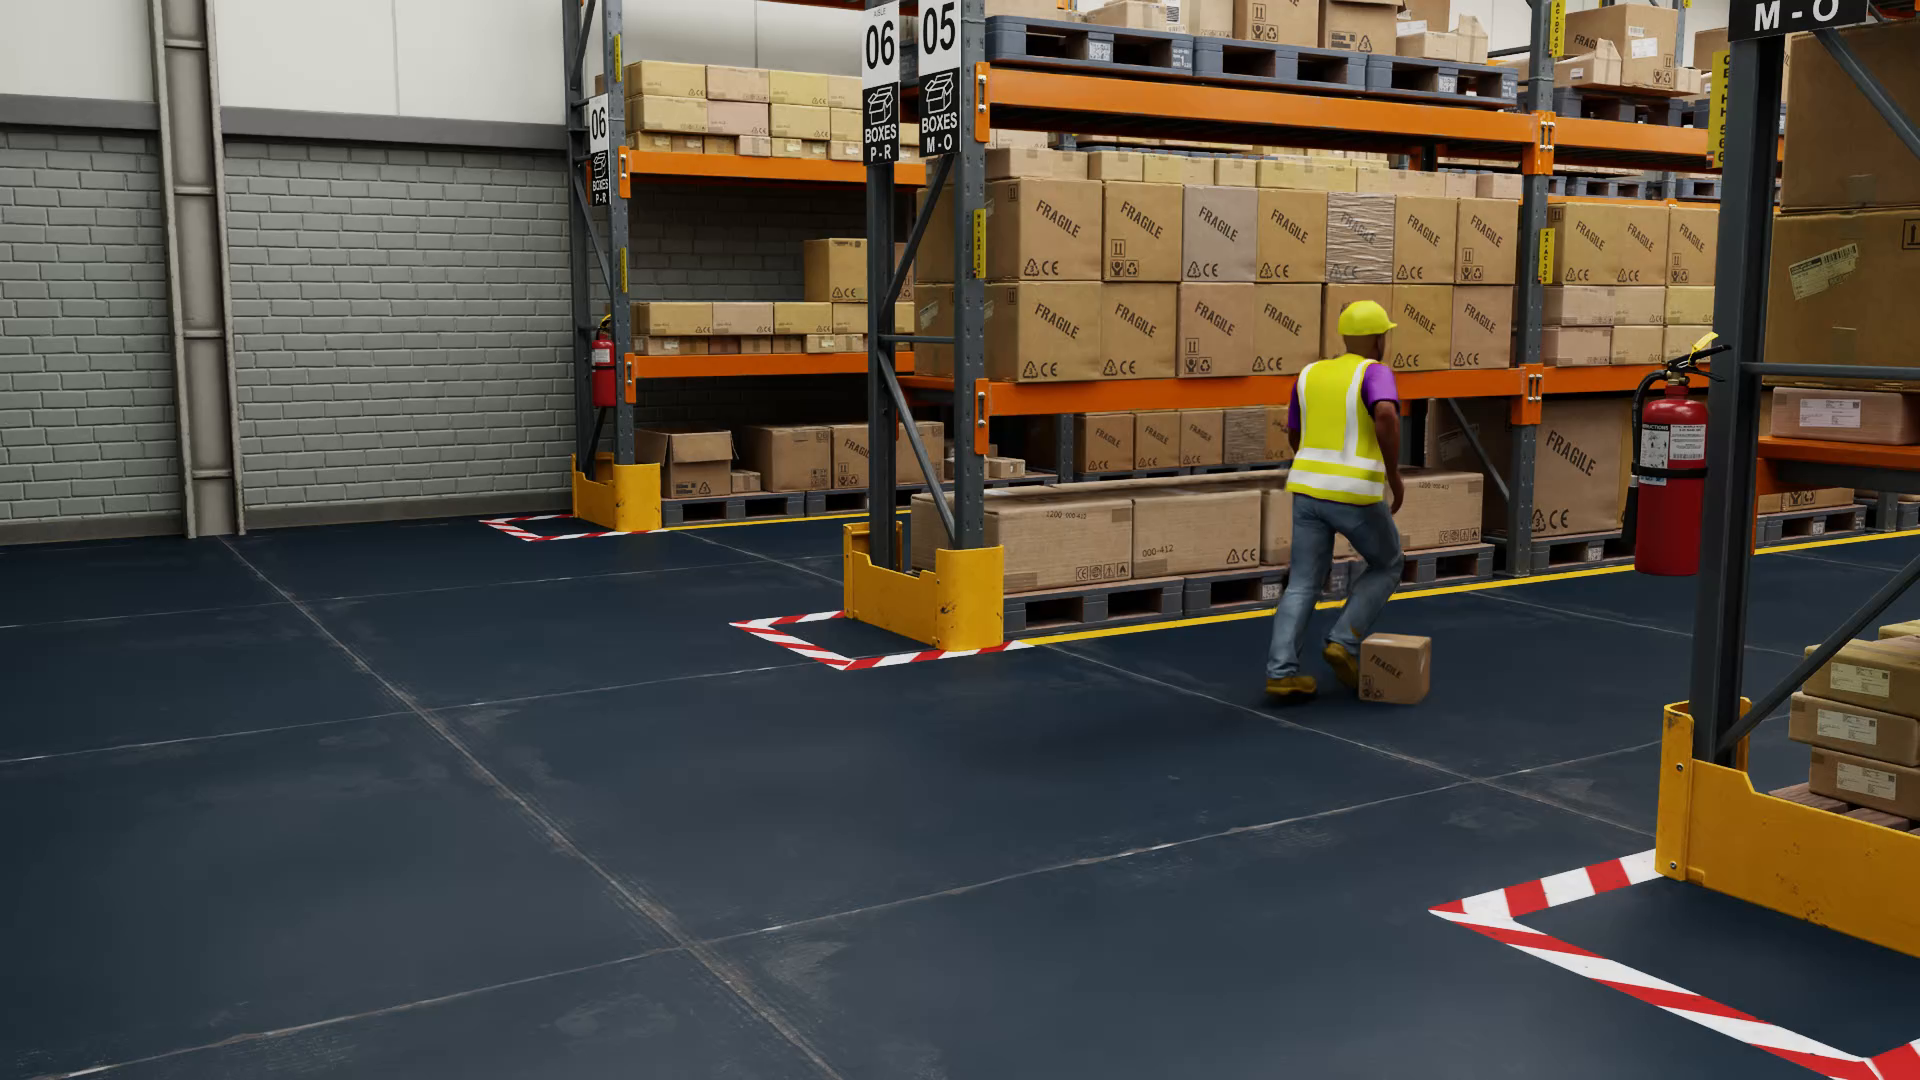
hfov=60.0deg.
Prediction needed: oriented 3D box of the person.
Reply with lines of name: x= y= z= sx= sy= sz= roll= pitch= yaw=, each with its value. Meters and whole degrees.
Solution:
person: x=1.631 y=-0.165 z=7.161 sx=0.829 sy=1.717 sz=0.708 roll=-7 pitch=11 yaw=-42
